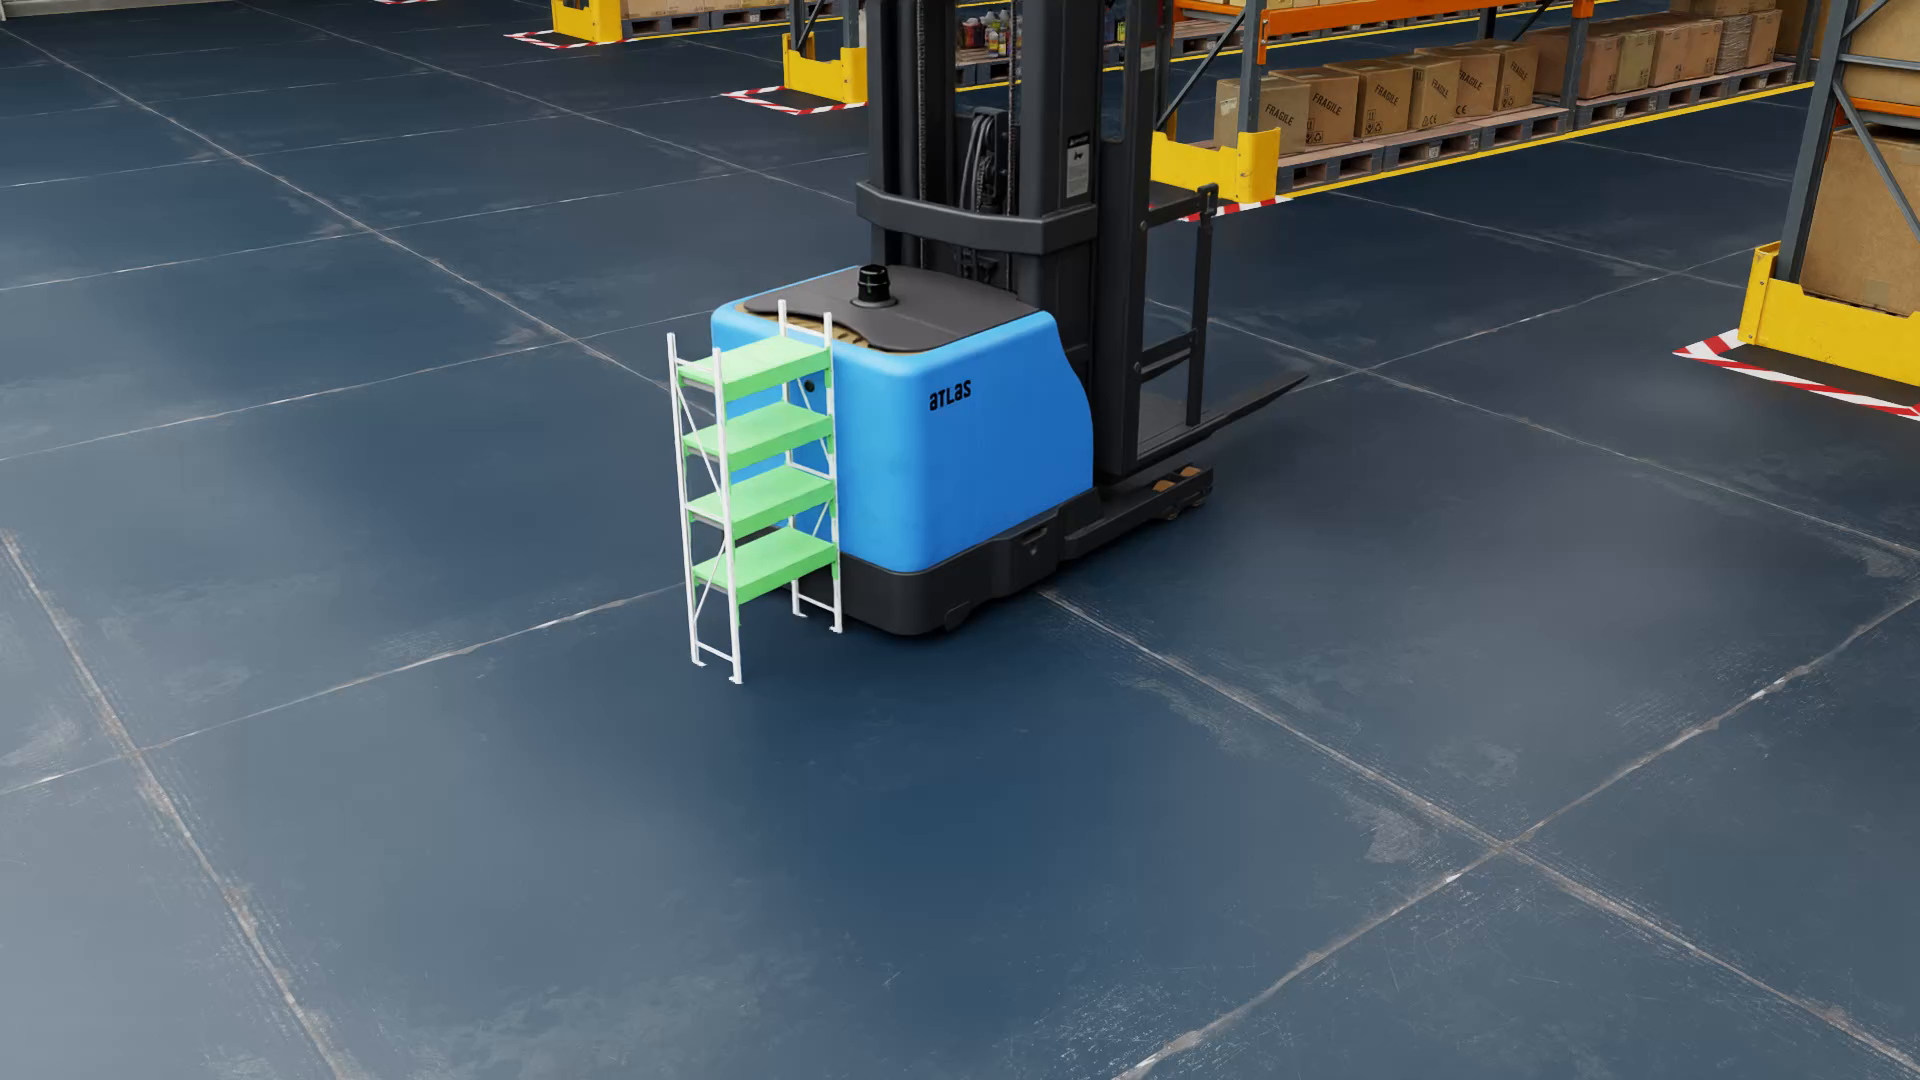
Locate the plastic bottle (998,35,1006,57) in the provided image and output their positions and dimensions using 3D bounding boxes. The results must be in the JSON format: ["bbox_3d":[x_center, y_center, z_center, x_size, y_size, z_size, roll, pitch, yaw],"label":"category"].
[{"bbox_3d":[0.416,-4.954,16.663,0.097,0.201,0.097,0,25,0],"label":"plastic bottle"}]

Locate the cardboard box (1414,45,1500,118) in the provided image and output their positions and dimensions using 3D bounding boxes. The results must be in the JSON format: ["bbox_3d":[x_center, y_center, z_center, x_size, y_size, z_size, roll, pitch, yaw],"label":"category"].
[{"bbox_3d":[4.134,-3.842,13.936,0.500,0.500,0.500,-9,26,-18],"label":"cardboard box"}]

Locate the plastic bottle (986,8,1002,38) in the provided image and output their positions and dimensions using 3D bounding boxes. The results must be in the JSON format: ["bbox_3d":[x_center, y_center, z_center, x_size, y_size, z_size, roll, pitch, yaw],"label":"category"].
[{"bbox_3d":[0.342,-5.386,17.417,0.185,0.351,0.144,-17,30,-32],"label":"plastic bottle"}]

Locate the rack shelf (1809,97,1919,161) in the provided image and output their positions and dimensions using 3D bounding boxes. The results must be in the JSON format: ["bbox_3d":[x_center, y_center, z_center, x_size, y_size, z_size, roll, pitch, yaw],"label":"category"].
[{"bbox_3d":[6.327,-2.512,9.455,4.000,0.370,1.077,-18,31,-34],"label":"rack shelf"}]

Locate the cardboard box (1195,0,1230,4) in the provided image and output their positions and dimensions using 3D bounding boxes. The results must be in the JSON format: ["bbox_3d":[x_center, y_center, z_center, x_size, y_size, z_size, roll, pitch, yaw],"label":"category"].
[{"bbox_3d":[1.869,-4.017,12.141,0.250,0.149,0.380,-18,31,-34],"label":"cardboard box"}]

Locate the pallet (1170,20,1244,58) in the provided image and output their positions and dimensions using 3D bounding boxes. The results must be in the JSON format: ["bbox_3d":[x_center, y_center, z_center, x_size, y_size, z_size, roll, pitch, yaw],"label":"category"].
[{"bbox_3d":[2.457,-5.620,18.609,1.213,0.211,1.003,-18,31,-34],"label":"pallet"}]

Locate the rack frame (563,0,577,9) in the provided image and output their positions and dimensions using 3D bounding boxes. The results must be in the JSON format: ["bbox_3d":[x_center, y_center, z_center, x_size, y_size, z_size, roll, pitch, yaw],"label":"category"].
[{"bbox_3d":[-4.338,-7.271,18.854,0.127,3.000,1.000,-18,31,-34],"label":"rack frame"}]

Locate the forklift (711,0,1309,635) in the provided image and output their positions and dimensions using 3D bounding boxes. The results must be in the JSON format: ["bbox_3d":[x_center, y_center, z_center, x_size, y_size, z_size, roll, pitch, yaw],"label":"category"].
[{"bbox_3d":[0.424,-1.535,6.576,1.130,2.935,3.031,20,32,36],"label":"forklift"}]

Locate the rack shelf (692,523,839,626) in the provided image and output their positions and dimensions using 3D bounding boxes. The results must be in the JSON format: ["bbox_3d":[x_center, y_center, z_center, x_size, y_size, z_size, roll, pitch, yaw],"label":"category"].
[{"bbox_3d":[-0.682,0.114,5.802,0.258,0.148,0.480,20,32,36],"label":"rack shelf"}]

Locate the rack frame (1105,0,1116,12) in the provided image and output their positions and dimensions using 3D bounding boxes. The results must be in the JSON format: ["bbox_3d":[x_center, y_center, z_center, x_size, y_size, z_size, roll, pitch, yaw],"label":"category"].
[{"bbox_3d":[1.863,-6.668,17.555,0.127,3.000,1.000,-18,31,-34],"label":"rack frame"}]

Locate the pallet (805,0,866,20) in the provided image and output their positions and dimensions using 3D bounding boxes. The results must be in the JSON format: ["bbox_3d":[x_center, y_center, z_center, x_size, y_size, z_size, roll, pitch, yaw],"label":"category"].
[{"bbox_3d":[-1.842,-6.853,21.265,1.213,0.211,1.003,-18,31,-34],"label":"pallet"}]

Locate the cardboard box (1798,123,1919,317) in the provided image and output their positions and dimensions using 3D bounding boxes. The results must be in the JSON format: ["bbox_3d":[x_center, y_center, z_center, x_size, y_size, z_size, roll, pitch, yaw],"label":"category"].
[{"bbox_3d":[5.246,-1.744,8.970,0.875,0.875,0.875,-18,30,-34],"label":"cardboard box"}]

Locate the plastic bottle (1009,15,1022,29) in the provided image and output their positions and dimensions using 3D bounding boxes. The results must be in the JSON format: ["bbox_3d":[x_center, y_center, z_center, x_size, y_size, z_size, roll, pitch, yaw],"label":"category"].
[{"bbox_3d":[0.600,-5.358,17.445,0.135,0.276,0.152,-18,31,-34],"label":"plastic bottle"}]

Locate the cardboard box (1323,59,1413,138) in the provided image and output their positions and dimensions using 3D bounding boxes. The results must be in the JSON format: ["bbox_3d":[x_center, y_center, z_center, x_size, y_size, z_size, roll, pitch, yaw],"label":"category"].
[{"bbox_3d":[3.227,-3.525,13.252,0.500,0.500,0.500,-15,29,-29],"label":"cardboard box"}]

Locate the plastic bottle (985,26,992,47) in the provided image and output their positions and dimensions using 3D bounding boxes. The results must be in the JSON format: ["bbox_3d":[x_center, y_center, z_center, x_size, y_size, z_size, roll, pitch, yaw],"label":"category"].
[{"bbox_3d":[0.306,-5.238,17.274,0.097,0.201,0.097,0,25,0],"label":"plastic bottle"}]

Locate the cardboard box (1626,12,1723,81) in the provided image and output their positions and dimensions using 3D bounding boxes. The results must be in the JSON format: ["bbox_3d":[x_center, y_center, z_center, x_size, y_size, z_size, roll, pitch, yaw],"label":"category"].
[{"bbox_3d":[6.682,-4.654,15.661,0.500,0.500,0.700,-15,29,-30],"label":"cardboard box"}]

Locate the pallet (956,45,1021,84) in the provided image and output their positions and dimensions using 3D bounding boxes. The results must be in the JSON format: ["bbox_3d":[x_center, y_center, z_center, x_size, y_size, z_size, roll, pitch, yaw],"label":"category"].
[{"bbox_3d":[0.348,-4.924,17.109,1.213,0.211,1.003,-18,31,-34],"label":"pallet"}]

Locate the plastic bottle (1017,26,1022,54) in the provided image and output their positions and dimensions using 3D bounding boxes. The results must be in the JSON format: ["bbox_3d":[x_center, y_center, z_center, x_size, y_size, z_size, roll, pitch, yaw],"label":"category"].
[{"bbox_3d":[0.604,-5.048,16.782,0.097,0.271,0.097,0,25,0],"label":"plastic bottle"}]

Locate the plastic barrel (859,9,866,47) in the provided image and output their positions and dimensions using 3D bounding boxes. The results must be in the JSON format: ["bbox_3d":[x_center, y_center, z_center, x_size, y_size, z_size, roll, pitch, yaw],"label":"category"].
[{"bbox_3d":[-0.814,-4.888,16.174,0.421,0.512,0.421,0,25,0],"label":"plastic barrel"}]

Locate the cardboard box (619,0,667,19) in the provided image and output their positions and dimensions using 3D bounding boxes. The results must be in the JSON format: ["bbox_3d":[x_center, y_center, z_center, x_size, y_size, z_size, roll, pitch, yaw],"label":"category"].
[{"bbox_3d":[-3.779,-6.280,19.486,0.500,0.250,0.500,-18,31,-34],"label":"cardboard box"}]

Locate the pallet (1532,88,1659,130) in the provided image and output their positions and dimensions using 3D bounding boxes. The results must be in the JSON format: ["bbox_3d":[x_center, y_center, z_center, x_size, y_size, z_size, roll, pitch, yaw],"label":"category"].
[{"bbox_3d":[5.531,-3.965,15.044,1.213,0.211,1.003,-18,31,-34],"label":"pallet"}]

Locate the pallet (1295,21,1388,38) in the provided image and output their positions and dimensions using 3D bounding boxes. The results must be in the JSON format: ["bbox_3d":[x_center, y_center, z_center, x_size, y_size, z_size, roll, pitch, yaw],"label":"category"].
[{"bbox_3d":[4.377,-6.254,19.975,1.213,0.211,1.003,-18,31,-34],"label":"pallet"}]

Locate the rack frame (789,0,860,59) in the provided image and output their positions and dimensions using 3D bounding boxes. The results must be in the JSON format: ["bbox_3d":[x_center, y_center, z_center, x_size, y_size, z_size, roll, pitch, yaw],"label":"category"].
[{"bbox_3d":[-1.285,-5.629,15.316,0.127,3.000,1.000,-18,31,-34],"label":"rack frame"}]

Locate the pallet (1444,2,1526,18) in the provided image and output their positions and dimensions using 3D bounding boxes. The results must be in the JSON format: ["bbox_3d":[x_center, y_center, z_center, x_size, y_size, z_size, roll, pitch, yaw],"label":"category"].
[{"bbox_3d":[6.565,-6.976,21.531,1.213,0.211,1.003,-18,31,-34],"label":"pallet"}]

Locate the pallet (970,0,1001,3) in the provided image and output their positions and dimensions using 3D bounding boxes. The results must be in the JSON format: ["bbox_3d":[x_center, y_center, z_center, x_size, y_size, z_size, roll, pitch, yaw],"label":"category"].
[{"bbox_3d":[0.326,-7.568,22.807,1.213,0.211,1.003,-18,31,-34],"label":"pallet"}]

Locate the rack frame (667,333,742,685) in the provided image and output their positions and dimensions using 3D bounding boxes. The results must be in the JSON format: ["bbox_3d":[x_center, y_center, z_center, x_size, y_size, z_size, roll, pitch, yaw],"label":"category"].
[{"bbox_3d":[-0.842,-0.085,5.507,0.240,1.200,0.015,20,32,36],"label":"rack frame"}]

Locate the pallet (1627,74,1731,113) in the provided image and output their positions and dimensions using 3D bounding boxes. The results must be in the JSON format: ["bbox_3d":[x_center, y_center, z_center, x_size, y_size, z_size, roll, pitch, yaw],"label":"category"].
[{"bbox_3d":[6.492,-4.284,15.730,1.213,0.211,1.003,-18,31,-34],"label":"pallet"}]

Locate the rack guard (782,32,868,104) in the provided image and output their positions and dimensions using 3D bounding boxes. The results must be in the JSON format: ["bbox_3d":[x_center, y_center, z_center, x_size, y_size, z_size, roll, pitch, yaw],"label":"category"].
[{"bbox_3d":[-1.254,-4.531,15.919,0.348,0.500,1.175,-18,31,-34],"label":"rack guard"}]

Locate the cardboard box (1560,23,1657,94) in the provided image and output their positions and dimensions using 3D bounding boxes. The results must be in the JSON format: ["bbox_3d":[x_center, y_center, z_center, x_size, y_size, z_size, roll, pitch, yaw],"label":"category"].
[{"bbox_3d":[5.803,-4.363,15.035,0.500,0.500,0.700,-18,31,-34],"label":"cardboard box"}]

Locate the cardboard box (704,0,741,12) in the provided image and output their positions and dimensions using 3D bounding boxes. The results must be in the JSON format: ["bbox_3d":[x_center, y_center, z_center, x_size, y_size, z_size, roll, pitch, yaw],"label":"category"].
[{"bbox_3d":[-2.994,-6.541,20.048,0.500,0.250,0.500,-18,31,-34],"label":"cardboard box"}]

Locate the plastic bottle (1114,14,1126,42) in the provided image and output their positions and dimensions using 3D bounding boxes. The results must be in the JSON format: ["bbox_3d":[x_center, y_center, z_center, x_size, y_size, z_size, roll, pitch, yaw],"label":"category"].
[{"bbox_3d":[1.688,-5.402,17.530,0.133,0.283,0.061,-17,30,-32],"label":"plastic bottle"}]

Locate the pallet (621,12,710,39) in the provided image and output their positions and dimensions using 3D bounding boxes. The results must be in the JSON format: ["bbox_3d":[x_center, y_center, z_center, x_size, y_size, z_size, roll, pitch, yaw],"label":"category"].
[{"bbox_3d":[-3.762,-6.219,19.899,1.213,0.211,1.003,-18,31,-34],"label":"pallet"}]

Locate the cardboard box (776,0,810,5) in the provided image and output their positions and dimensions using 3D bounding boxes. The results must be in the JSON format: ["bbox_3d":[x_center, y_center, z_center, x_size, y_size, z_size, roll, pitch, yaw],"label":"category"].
[{"bbox_3d":[-2.204,-6.799,20.605,0.500,0.250,0.500,-18,31,-34],"label":"cardboard box"}]

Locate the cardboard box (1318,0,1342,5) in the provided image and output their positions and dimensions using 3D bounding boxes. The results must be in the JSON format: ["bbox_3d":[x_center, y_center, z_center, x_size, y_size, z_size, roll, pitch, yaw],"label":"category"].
[{"bbox_3d":[2.558,-3.988,12.079,0.250,0.149,0.380,-18,31,-34],"label":"cardboard box"}]

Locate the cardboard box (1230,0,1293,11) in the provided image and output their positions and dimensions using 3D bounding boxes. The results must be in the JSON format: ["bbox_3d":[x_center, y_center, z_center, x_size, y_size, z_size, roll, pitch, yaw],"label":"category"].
[{"bbox_3d":[2.143,-3.870,11.823,0.250,0.149,0.380,-18,31,-34],"label":"cardboard box"}]

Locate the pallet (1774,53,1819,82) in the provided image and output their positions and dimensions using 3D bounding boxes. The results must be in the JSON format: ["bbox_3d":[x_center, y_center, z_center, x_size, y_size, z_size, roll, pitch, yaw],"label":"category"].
[{"bbox_3d":[8.734,-4.982,17.233,1.213,0.211,1.003,-18,31,-34],"label":"pallet"}]

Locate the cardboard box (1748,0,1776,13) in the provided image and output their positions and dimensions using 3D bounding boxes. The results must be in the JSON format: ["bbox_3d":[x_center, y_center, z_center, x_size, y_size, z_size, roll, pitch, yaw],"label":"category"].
[{"bbox_3d":[7.558,-5.289,16.138,0.500,0.250,0.500,-17,30,-32],"label":"cardboard box"}]

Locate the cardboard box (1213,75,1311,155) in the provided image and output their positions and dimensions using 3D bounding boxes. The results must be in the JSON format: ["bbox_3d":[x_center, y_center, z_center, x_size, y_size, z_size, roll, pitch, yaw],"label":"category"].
[{"bbox_3d":[2.273,-3.202,12.556,0.500,0.500,0.500,-12,28,-25],"label":"cardboard box"}]

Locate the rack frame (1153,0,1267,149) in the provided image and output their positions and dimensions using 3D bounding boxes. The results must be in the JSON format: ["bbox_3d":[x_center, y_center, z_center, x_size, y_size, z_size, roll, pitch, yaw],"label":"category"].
[{"bbox_3d":[1.772,-3.989,11.781,0.127,3.000,1.000,-18,31,-34],"label":"rack frame"}]

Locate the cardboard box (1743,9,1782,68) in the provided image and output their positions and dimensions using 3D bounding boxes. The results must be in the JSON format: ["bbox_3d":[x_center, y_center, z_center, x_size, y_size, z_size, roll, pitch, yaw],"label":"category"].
[{"bbox_3d":[7.552,-4.952,16.303,0.500,0.500,0.700,-20,32,-37],"label":"cardboard box"}]

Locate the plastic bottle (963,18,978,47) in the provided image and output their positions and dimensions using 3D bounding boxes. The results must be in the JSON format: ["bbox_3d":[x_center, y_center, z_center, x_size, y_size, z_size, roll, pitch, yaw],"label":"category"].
[{"bbox_3d":[0.105,-5.272,17.259,0.135,0.276,0.152,-18,30,-34],"label":"plastic bottle"}]

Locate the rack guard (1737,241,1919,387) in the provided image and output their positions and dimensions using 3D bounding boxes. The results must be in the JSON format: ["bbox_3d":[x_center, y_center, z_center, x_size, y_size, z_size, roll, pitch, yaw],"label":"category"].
[{"bbox_3d":[4.734,-1.179,8.697,0.348,0.500,1.175,-18,31,-34],"label":"rack guard"}]

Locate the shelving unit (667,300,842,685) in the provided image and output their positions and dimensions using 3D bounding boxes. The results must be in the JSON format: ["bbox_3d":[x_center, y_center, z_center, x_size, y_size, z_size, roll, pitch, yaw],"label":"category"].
[{"bbox_3d":[-0.682,-0.162,5.674,0.258,1.200,0.503,20,32,36],"label":"shelving unit"}]

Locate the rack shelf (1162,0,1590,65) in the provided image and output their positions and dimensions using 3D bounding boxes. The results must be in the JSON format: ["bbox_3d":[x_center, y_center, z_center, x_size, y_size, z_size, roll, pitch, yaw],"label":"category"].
[{"bbox_3d":[3.346,-4.182,13.052,4.000,0.370,1.077,-18,31,-34],"label":"rack shelf"}]

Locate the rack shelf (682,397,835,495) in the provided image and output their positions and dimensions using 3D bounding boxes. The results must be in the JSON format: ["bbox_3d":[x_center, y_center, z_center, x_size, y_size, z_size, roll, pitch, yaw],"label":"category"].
[{"bbox_3d":[-0.682,-0.322,5.600,0.258,0.148,0.480,20,32,36],"label":"rack shelf"}]

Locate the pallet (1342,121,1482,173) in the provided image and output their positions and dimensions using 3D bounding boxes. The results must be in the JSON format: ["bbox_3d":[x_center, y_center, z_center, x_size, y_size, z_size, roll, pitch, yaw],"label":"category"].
[{"bbox_3d":[3.452,-3.258,13.519,1.213,0.211,1.003,-18,31,-34],"label":"pallet"}]
